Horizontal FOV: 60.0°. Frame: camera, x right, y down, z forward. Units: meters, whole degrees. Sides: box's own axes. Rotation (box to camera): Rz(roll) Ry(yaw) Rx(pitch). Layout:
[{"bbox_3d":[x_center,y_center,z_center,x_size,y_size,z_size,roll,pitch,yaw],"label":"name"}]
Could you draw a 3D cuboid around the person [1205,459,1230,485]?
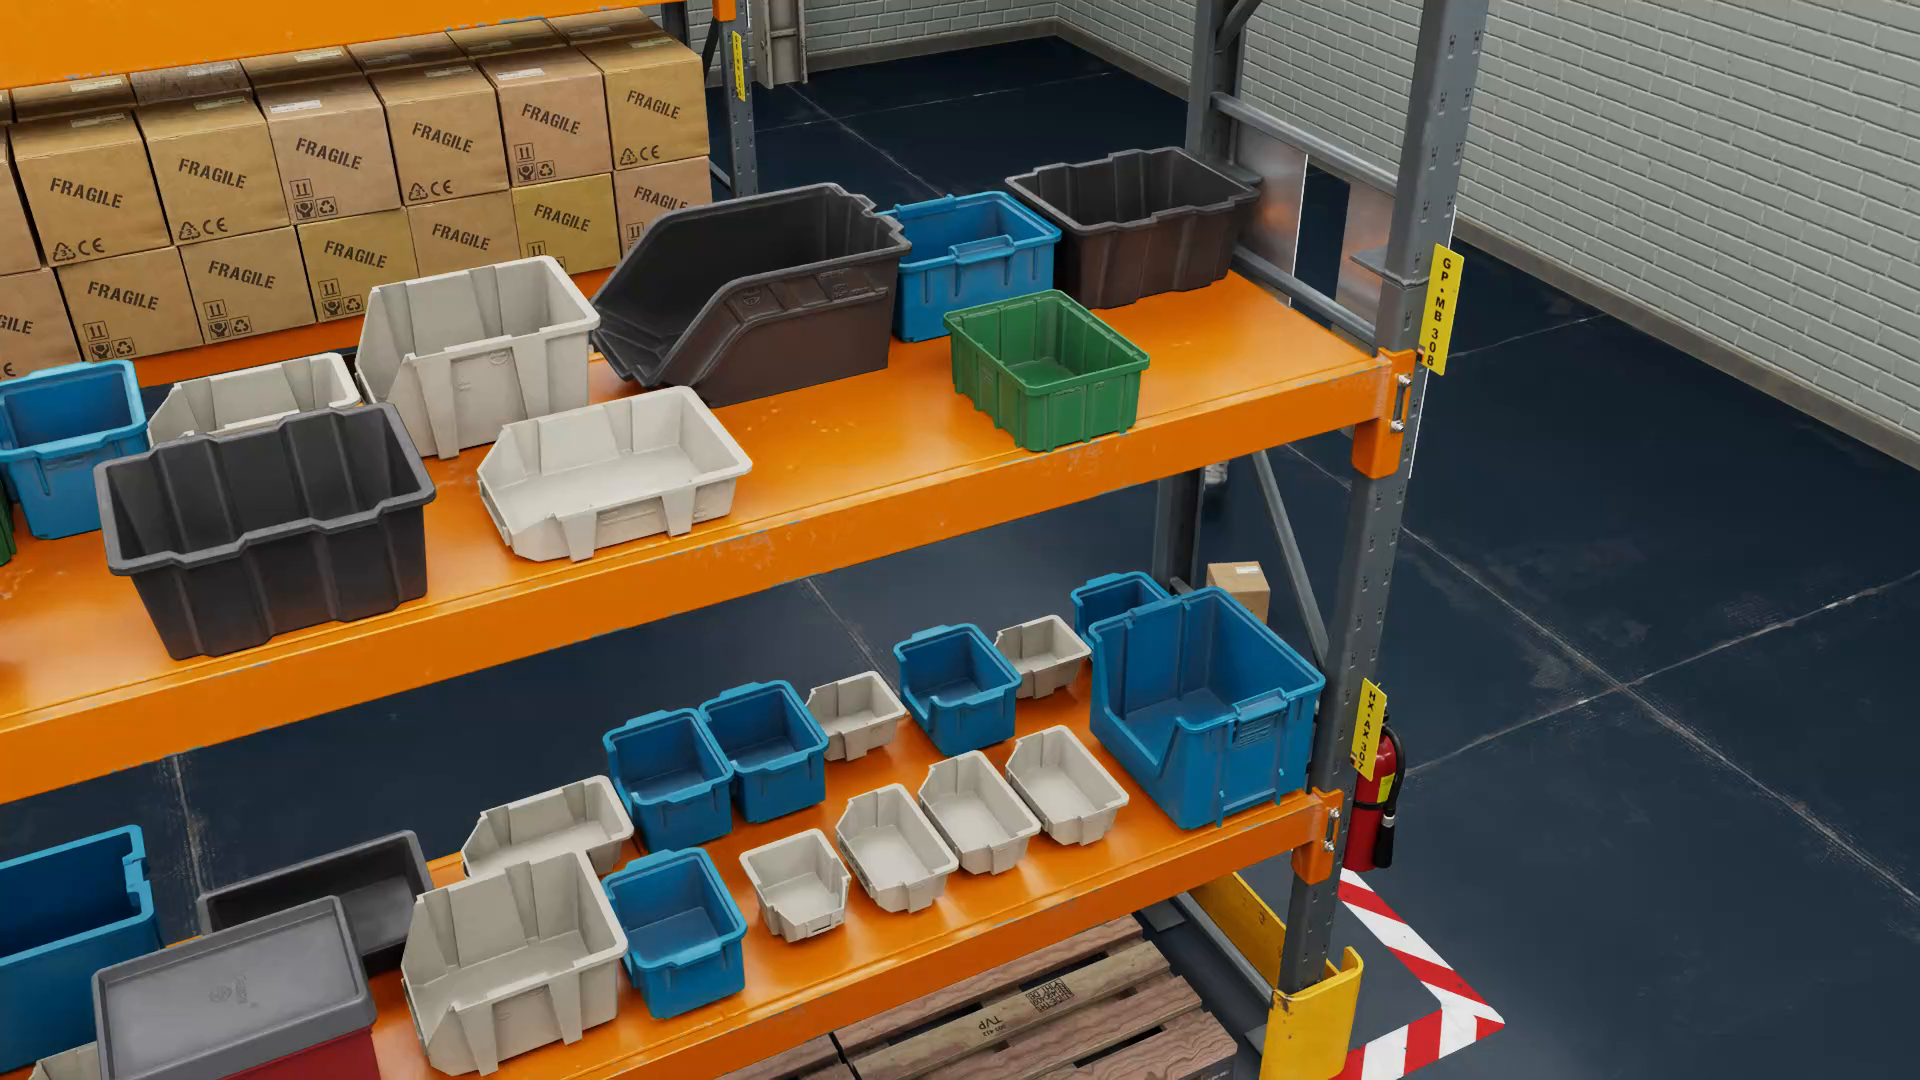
[{"bbox_3d":[1.428,-1.167,8.933,0.552,1.727,1.026,10,34,15],"label":"person"}]
